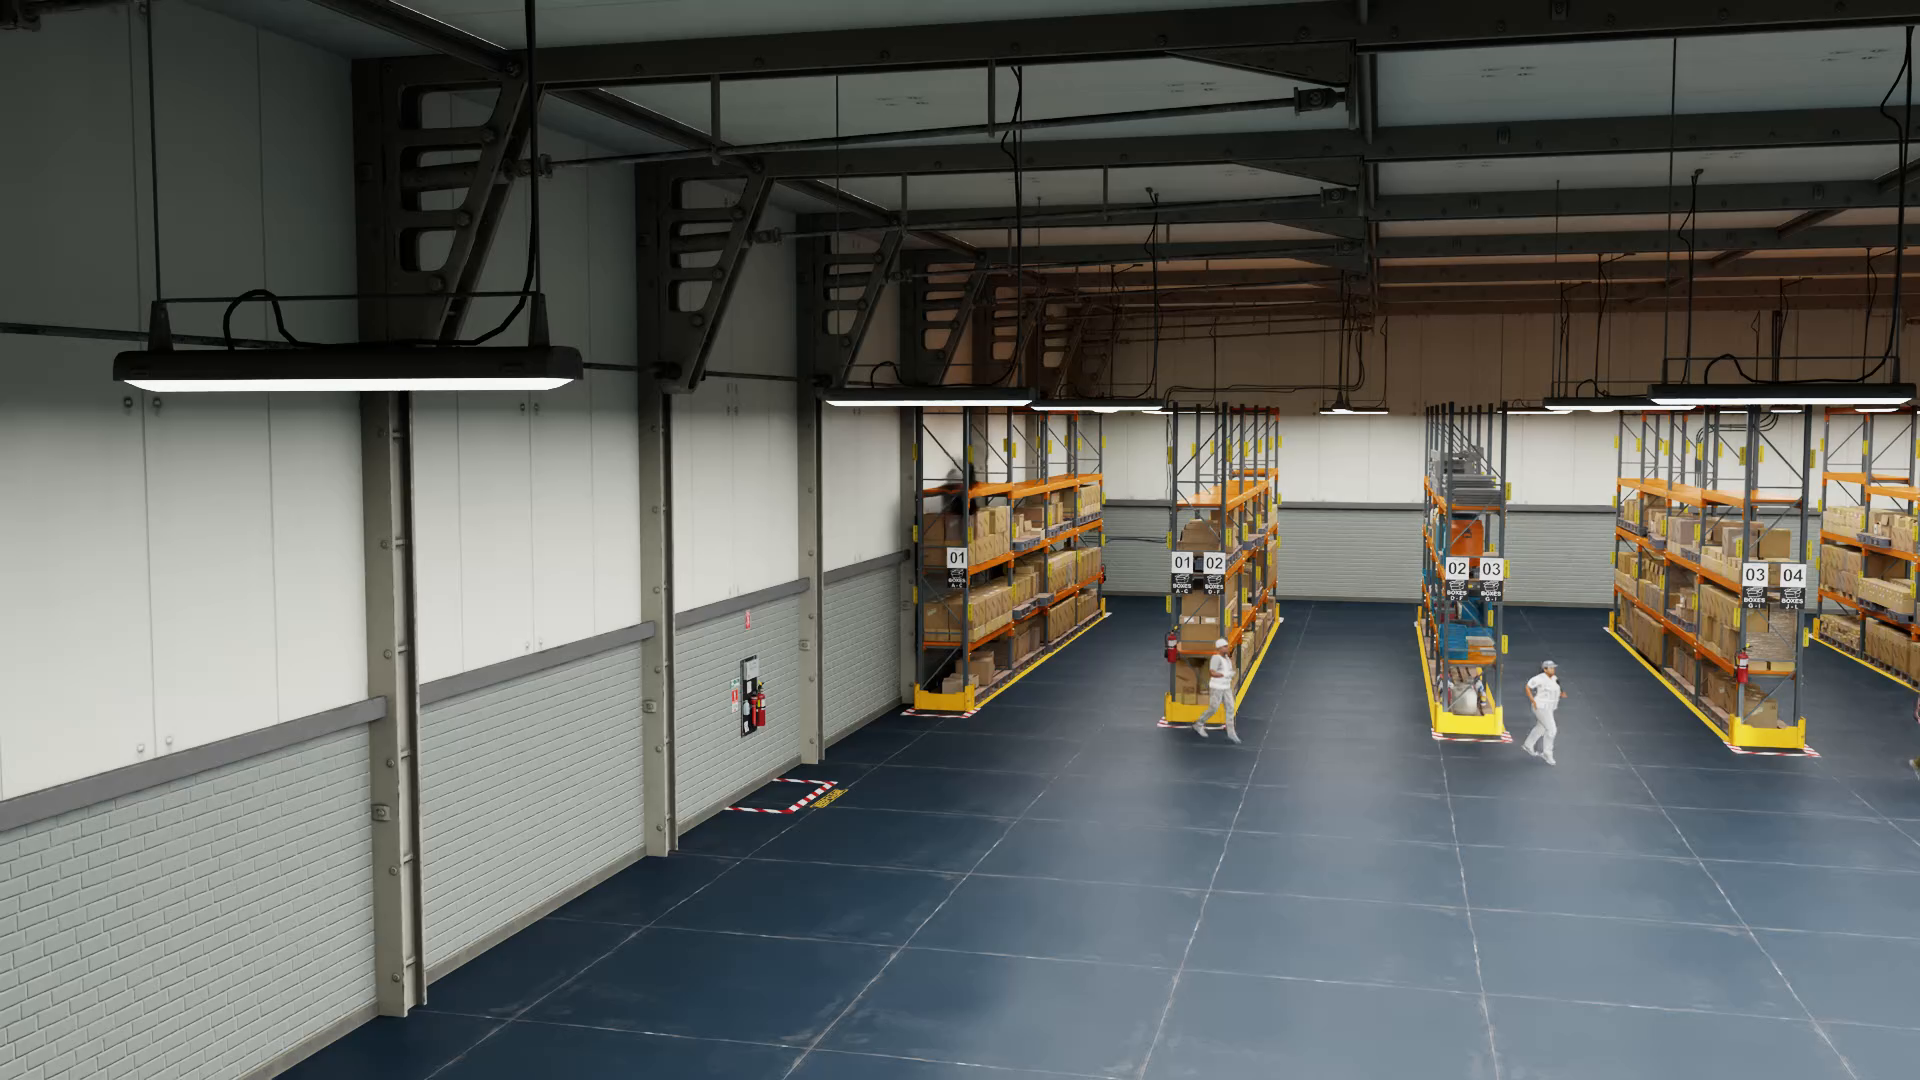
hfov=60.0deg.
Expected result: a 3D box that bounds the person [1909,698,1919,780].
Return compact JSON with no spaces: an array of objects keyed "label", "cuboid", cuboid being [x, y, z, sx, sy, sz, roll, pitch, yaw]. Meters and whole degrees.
[{"label":"person","cuboid":[14.928,2.974,25.548,0.708,1.752,0.655,-2,5,-29]}]

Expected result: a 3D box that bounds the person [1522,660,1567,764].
[{"label":"person","cuboid":[9.740,2.850,27.758,0.597,1.724,0.764,-4,6,-41]}]

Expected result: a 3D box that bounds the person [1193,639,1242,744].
[{"label":"person","cuboid":[4.587,2.653,29.404,0.905,1.825,0.685,3,5,38]}]
